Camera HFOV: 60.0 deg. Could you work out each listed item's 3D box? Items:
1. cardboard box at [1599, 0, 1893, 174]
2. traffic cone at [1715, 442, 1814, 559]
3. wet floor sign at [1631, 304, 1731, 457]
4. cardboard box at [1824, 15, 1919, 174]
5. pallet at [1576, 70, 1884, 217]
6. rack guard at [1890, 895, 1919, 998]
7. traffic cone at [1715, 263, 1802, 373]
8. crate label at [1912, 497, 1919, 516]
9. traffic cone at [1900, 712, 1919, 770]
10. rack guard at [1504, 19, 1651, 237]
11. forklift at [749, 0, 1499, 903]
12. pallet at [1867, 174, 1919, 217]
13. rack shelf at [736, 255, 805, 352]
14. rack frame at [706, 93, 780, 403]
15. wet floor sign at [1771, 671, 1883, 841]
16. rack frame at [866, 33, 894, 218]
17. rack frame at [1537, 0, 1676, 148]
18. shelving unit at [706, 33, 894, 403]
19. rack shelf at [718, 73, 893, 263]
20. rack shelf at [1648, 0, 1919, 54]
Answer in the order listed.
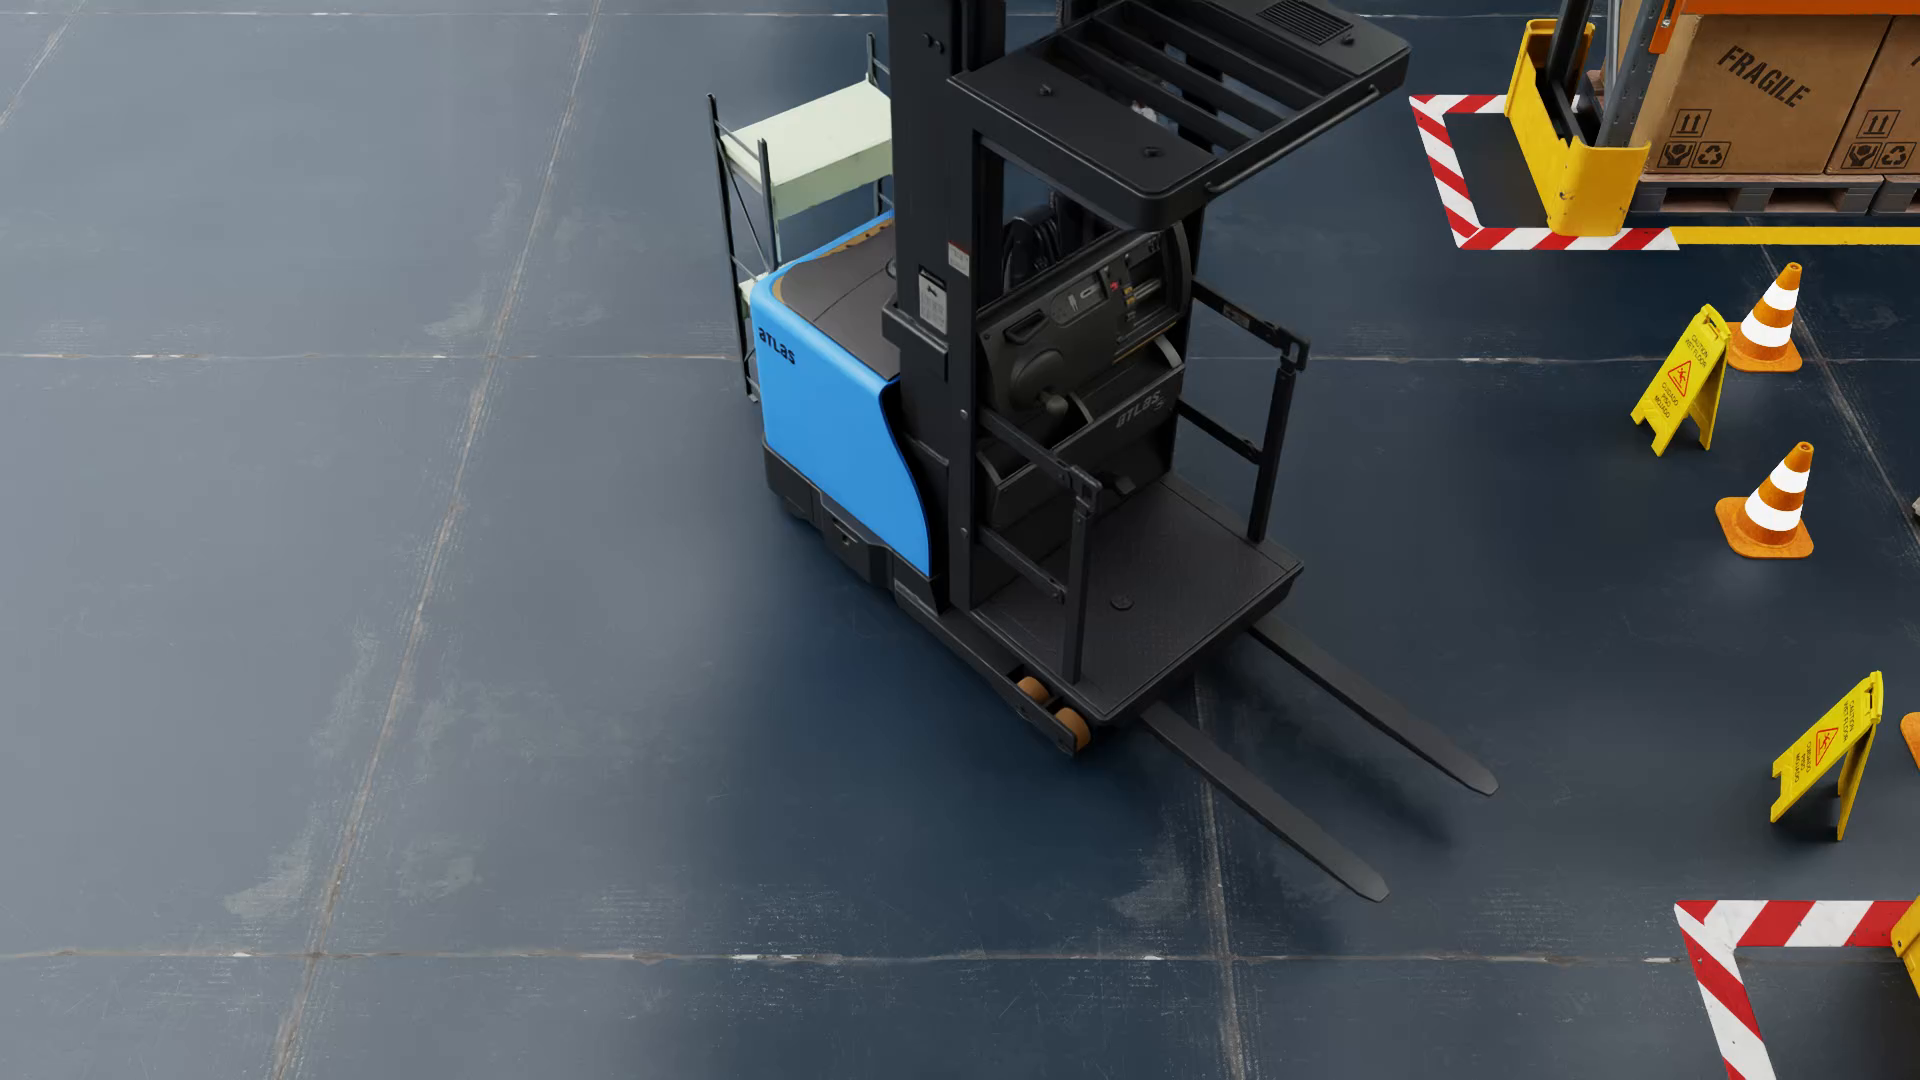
[{"bbox_3d":[3.778,-2.400,8.100,0.875,0.875,0.875,0,47,0],"label":"cardboard box"},{"bbox_3d":[3.281,-0.203,6.623,0.334,0.463,0.336,0,47,0],"label":"traffic cone"},{"bbox_3d":[3.063,-0.683,6.945,0.232,0.644,0.267,-7,47,-7],"label":"wet floor sign"},{"bbox_3d":[4.658,-2.400,8.099,0.875,0.875,0.875,-1,47,0],"label":"cardboard box"},{"bbox_3d":[3.899,-2.040,8.504,1.213,0.211,1.003,0,47,0],"label":"pallet"},{"bbox_3d":[3.258,1.541,4.974,0.348,0.500,1.175,0,47,0],"label":"rack guard"},{"bbox_3d":[3.625,-1.030,7.392,0.334,0.463,0.336,0,47,0],"label":"traffic cone"},{"bbox_3d":[4.067,-0.136,6.783,0.298,0.136,0.250,-23,51,-20],"label":"crate label"},{"bbox_3d":[3.617,0.610,5.866,0.334,0.463,0.336,0,47,0],"label":"traffic cone"},{"bbox_3d":[3.075,-2.083,8.347,0.348,0.500,1.175,0,47,0],"label":"rack guard"},{"bbox_3d":[0.568,-0.656,5.358,1.130,2.935,3.031,-34,56,-28],"label":"forklift"},{"bbox_3d":[5.116,-2.034,8.499,1.213,0.211,1.003,0,47,0],"label":"pallet"},{"bbox_3d":[-0.536,-0.989,7.092,0.720,0.370,0.431,-28,53,-24],"label":"rack shelf"},{"bbox_3d":[-0.830,-1.052,6.704,0.023,1.500,0.400,-28,53,-24],"label":"rack frame"},{"bbox_3d":[2.996,0.707,5.651,0.232,0.644,0.267,15,49,14],"label":"wet floor sign"},{"bbox_3d":[-0.242,-1.371,7.001,0.023,1.500,0.400,-28,53,-24],"label":"rack frame"},{"bbox_3d":[3.099,-2.935,7.432,0.127,3.000,1.000,0,47,0],"label":"rack frame"},{"bbox_3d":[-0.536,-1.212,6.853,0.755,1.500,0.431,-28,53,-24],"label":"shelving unit"},{"bbox_3d":[-0.536,-1.478,6.567,0.720,0.370,0.431,-28,53,-24],"label":"rack shelf"},{"bbox_3d":[5.099,-2.684,7.691,4.000,0.370,1.077,0,47,0],"label":"rack shelf"}]
